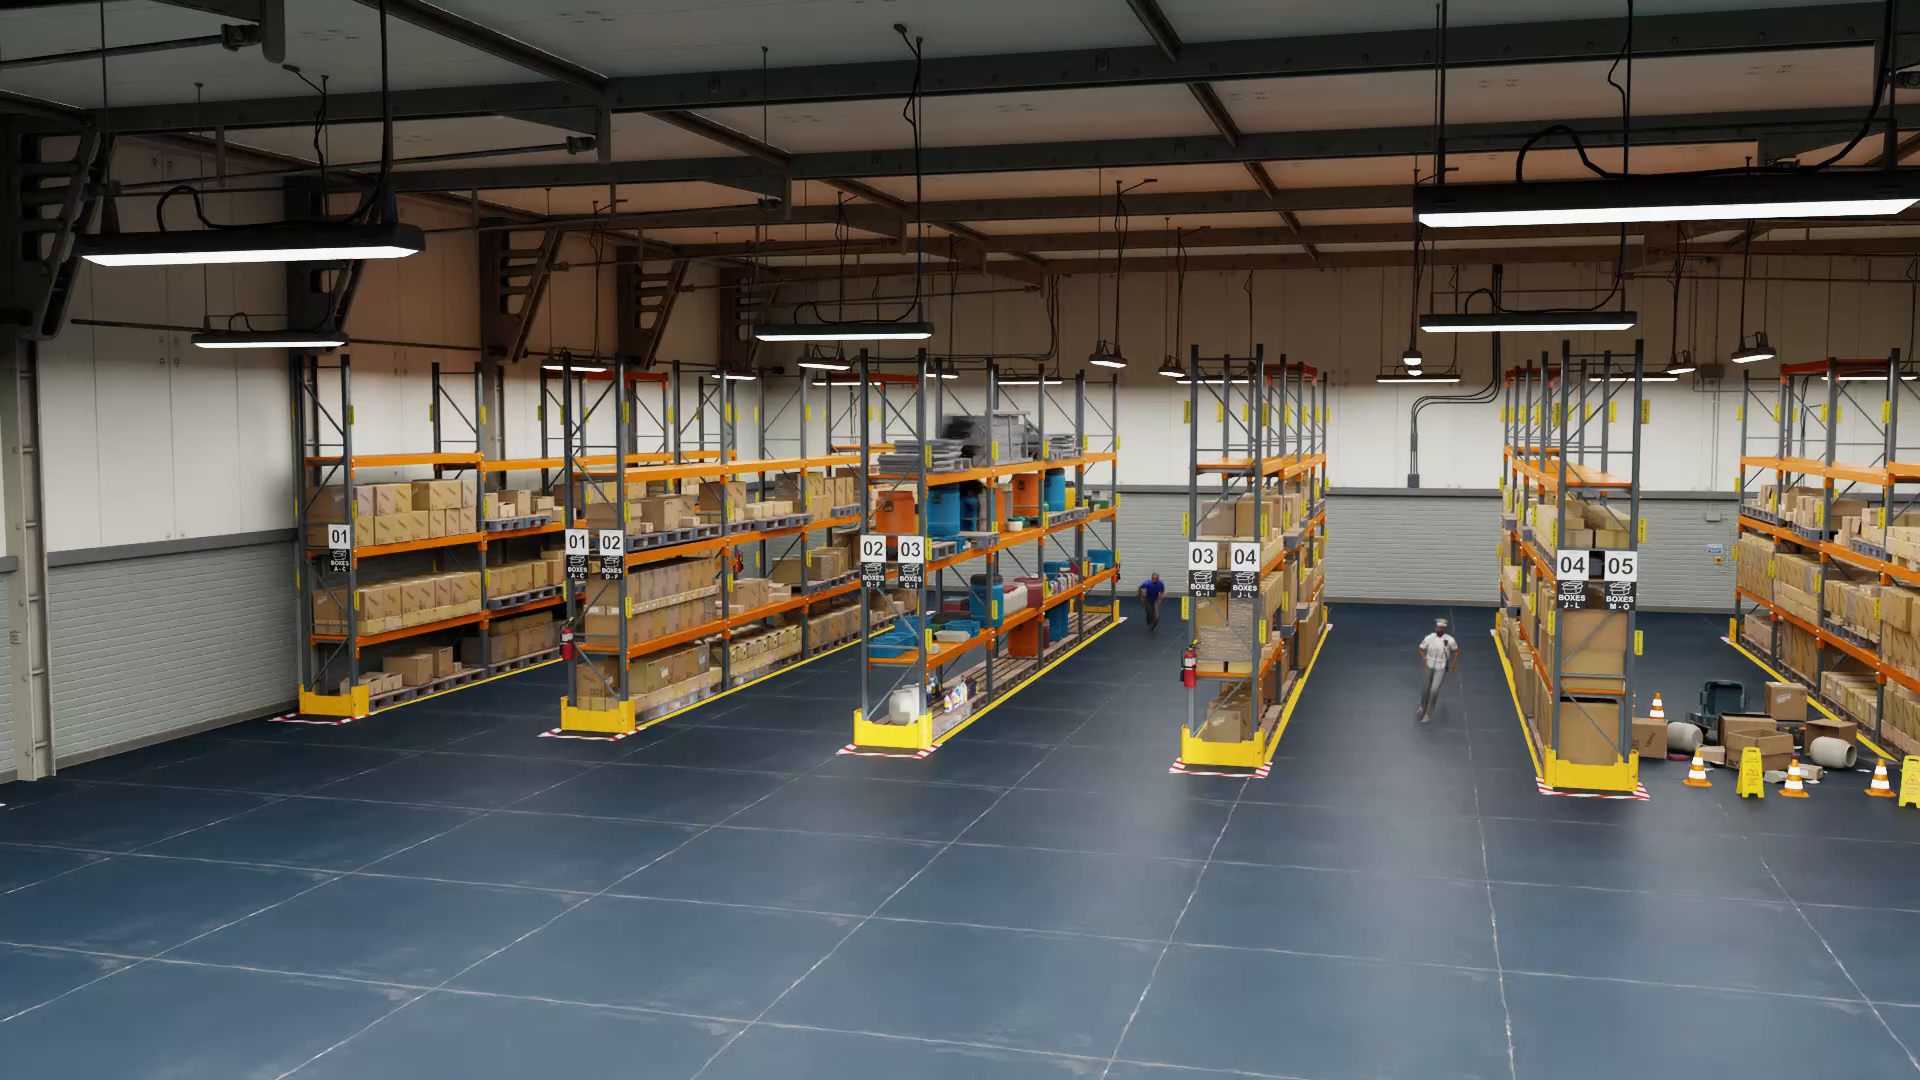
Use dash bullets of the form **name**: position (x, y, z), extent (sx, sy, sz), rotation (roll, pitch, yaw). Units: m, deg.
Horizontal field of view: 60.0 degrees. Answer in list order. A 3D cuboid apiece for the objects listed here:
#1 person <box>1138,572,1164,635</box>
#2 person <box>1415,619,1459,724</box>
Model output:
- **person**: position (4.347, 1.441, 37.933), extent (0.585, 1.467, 0.832), rotation (-1, 4, -8)
- **person**: position (7.809, 2.131, 27.288), extent (0.682, 1.716, 0.780), rotation (2, 5, 25)
